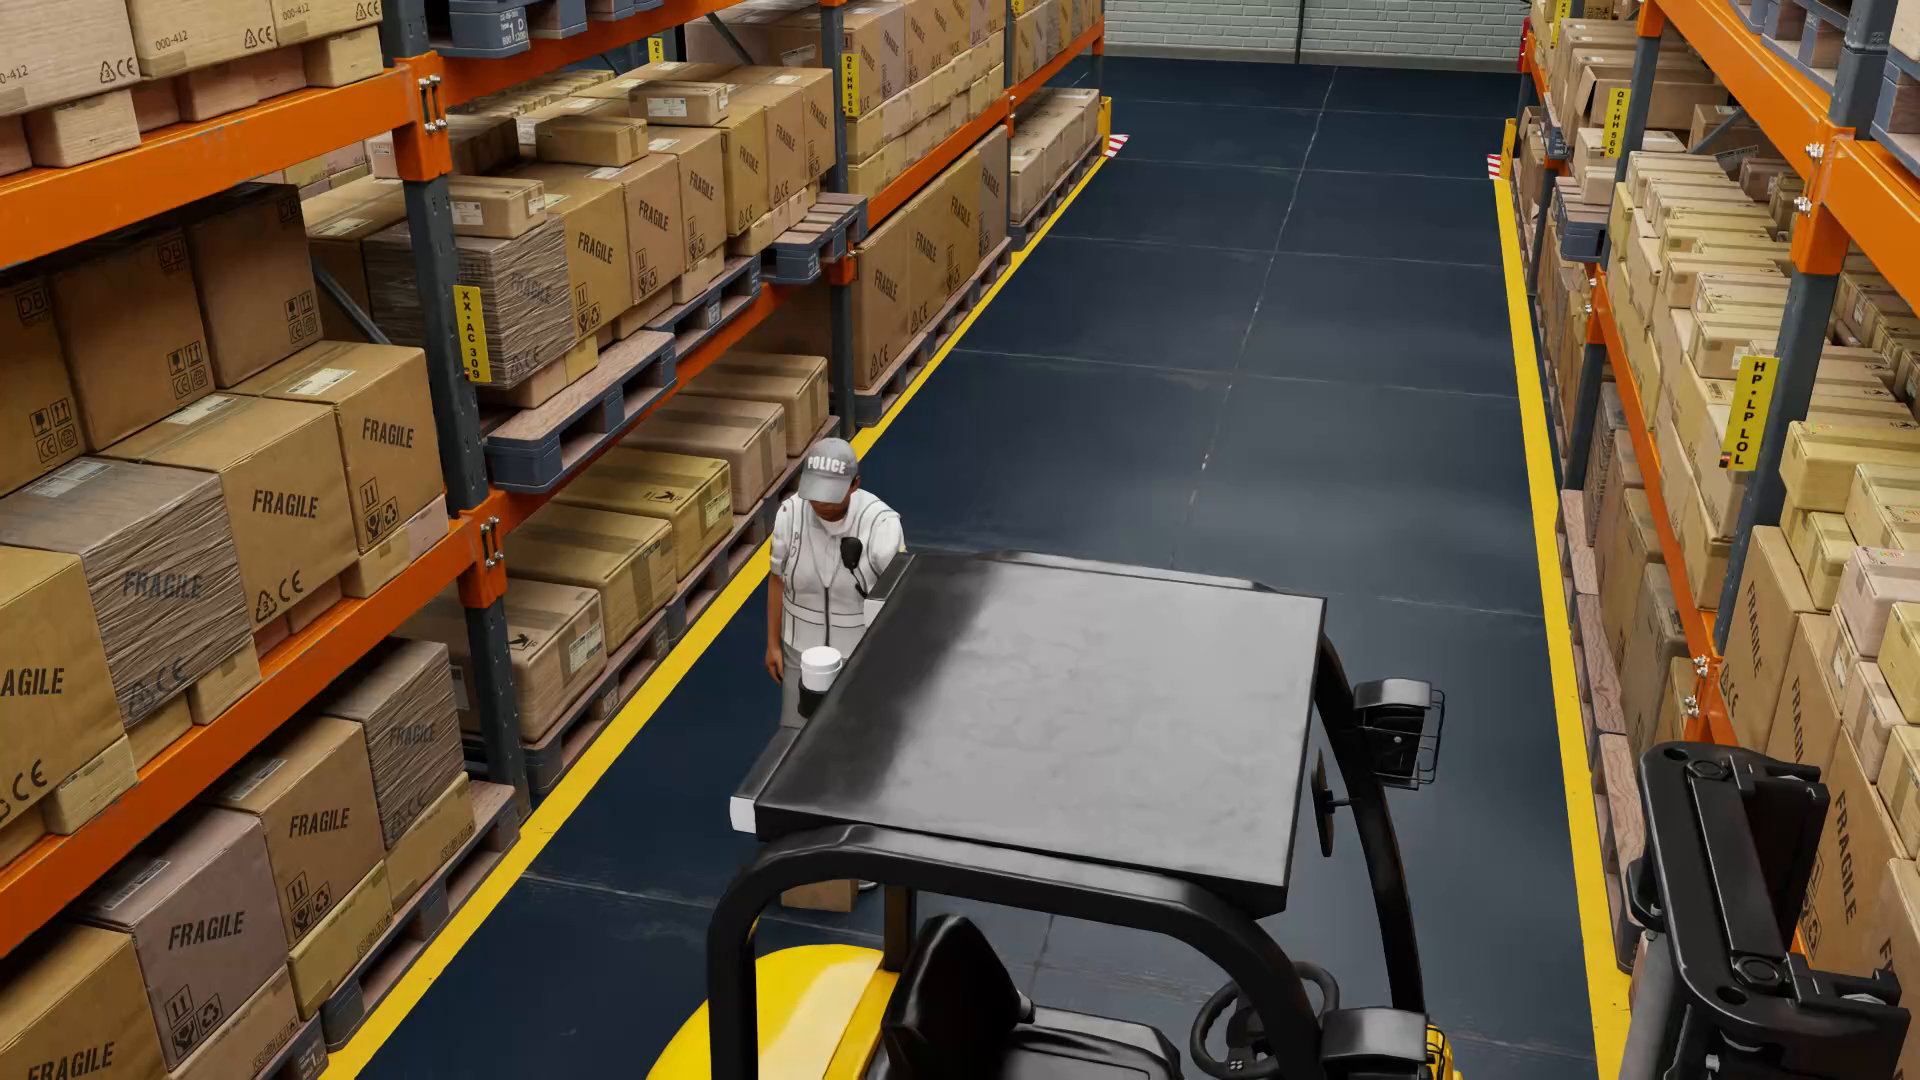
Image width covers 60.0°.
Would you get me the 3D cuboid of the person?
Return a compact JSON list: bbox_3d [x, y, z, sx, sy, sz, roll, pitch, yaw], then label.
[{"bbox_3d":[-0.430,0.401,5.761,0.547,1.666,0.473,6,26,12],"label":"person"}]
